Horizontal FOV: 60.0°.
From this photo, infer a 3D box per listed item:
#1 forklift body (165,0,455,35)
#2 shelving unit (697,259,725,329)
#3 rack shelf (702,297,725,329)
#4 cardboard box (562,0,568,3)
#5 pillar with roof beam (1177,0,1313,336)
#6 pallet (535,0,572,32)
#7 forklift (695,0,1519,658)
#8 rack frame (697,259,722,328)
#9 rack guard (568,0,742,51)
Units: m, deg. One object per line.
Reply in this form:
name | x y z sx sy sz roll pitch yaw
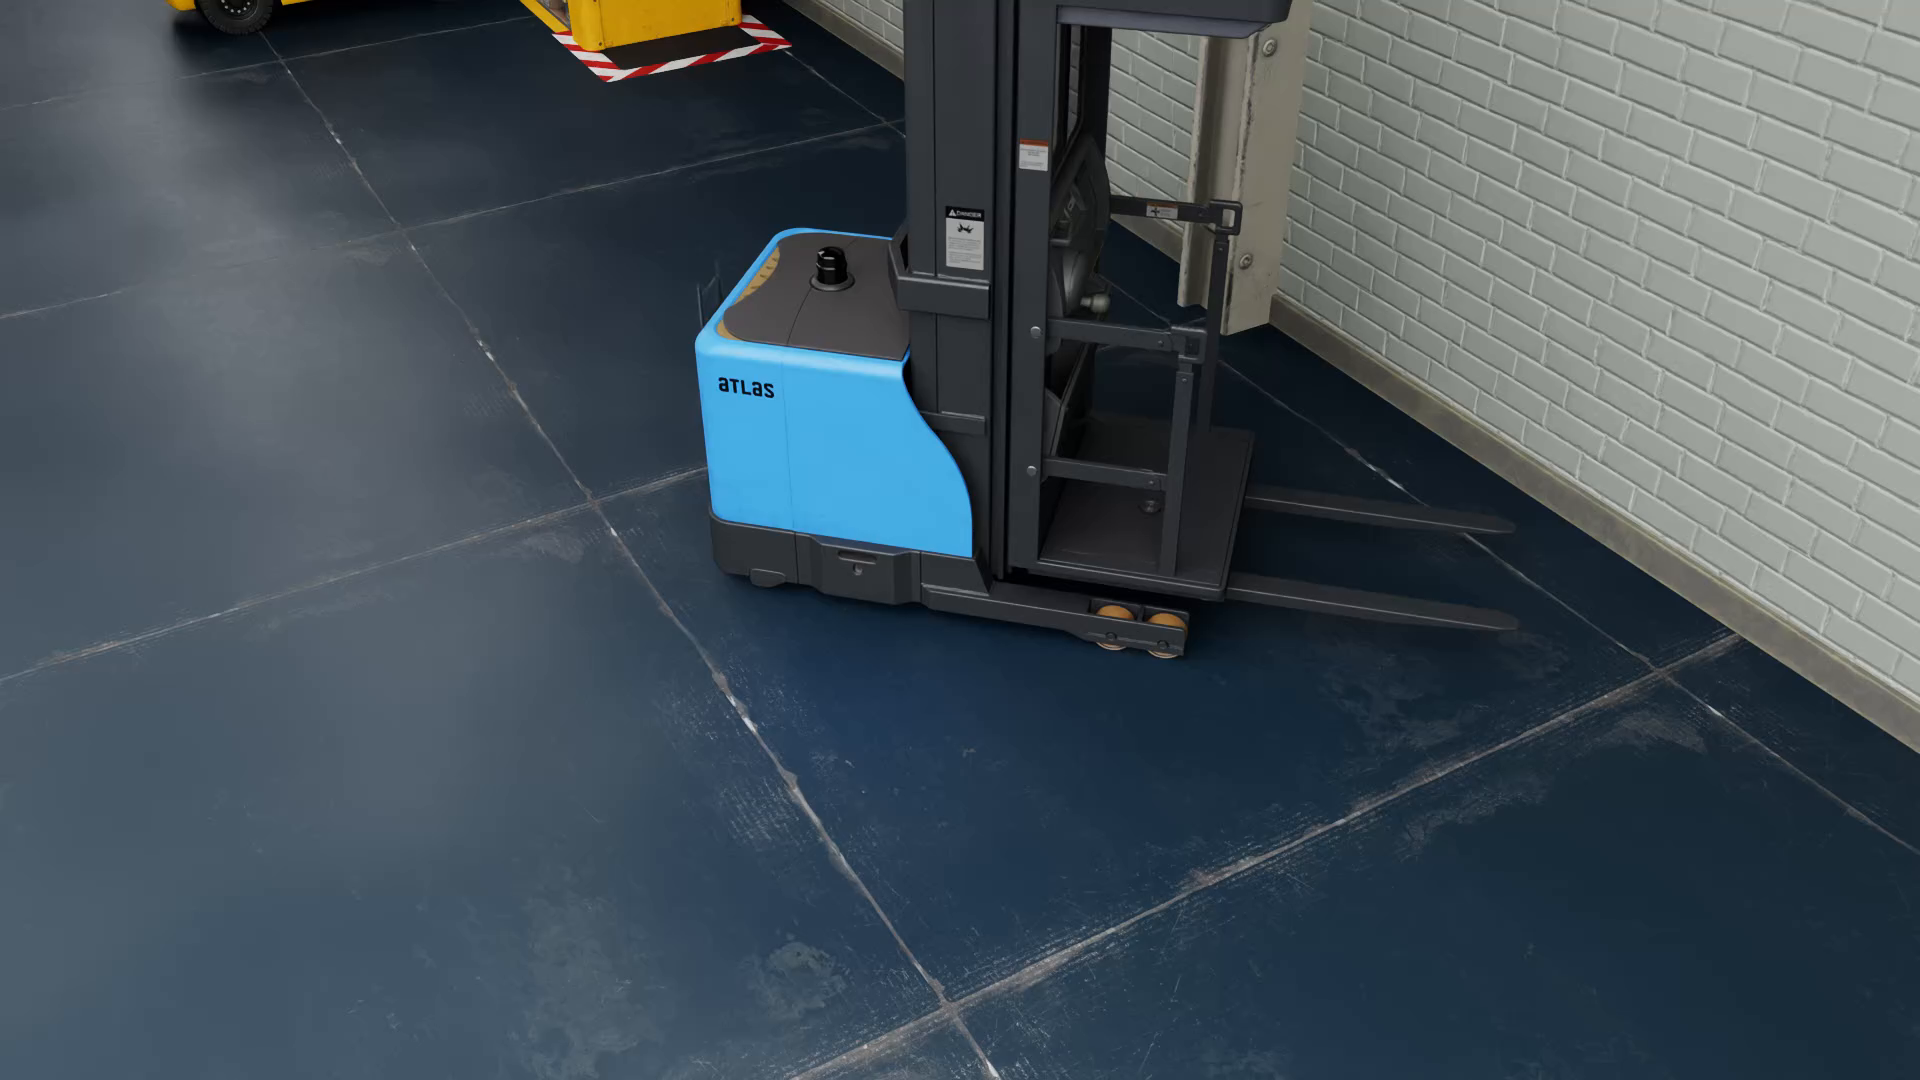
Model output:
forklift body | -4.650 -4.875 11.601 2.313 2.155 1.214 -19 40 -24
shelving unit | -0.917 -0.701 6.947 0.210 0.900 0.258 7 37 10
rack shelf | -0.916 -0.892 6.807 0.200 0.077 0.258 7 37 10
cardboard box | -2.629 -3.996 11.653 0.500 0.250 0.500 -19 40 -24
pillar with roof beam | -2.399 -3.500 3.913 9.100 9.000 0.400 -19 40 -24
pallet | -2.541 -4.042 12.106 1.003 0.211 1.213 -19 40 -24
forklift | 0.607 -1.094 5.762 3.031 2.935 1.130 8 37 11
rack frame | -1.016 -0.714 6.965 0.006 0.900 0.240 7 37 10
rack guard | -2.108 -3.769 11.487 1.175 0.500 0.348 -19 40 -24
